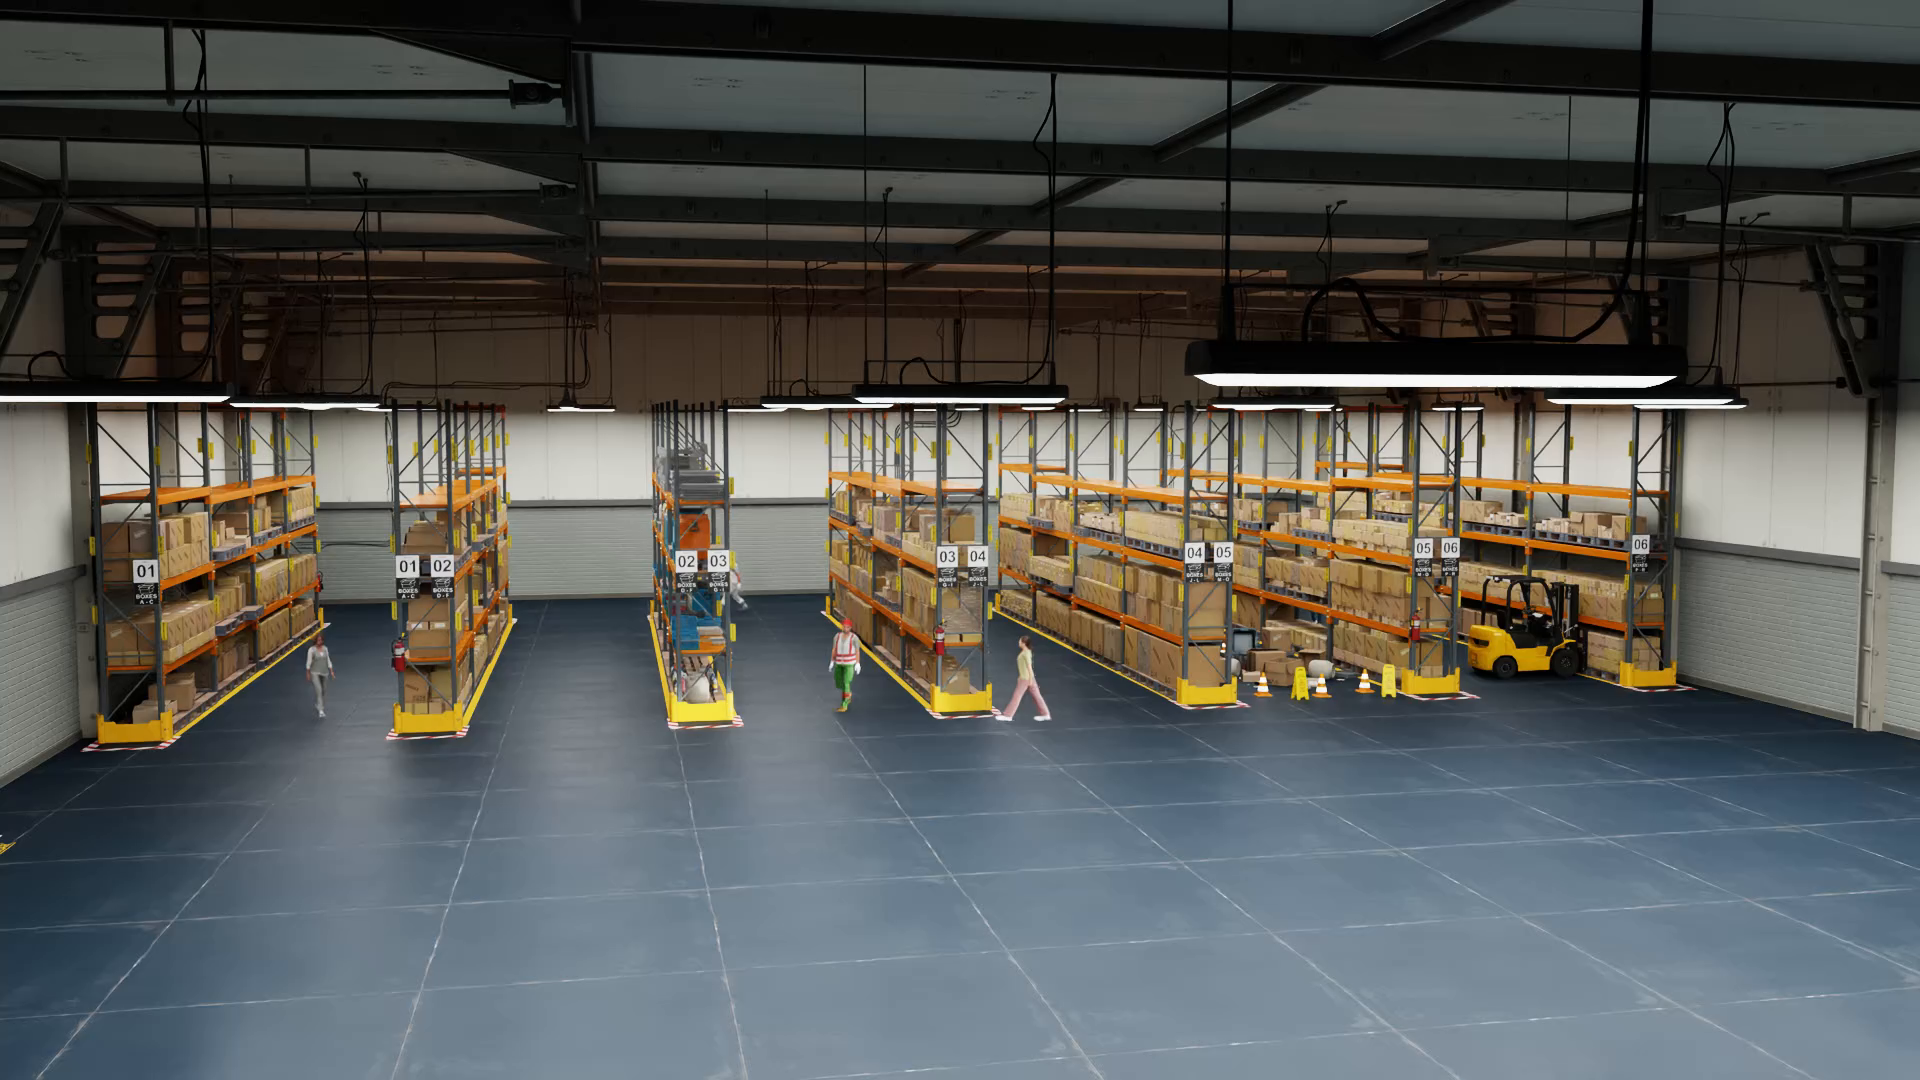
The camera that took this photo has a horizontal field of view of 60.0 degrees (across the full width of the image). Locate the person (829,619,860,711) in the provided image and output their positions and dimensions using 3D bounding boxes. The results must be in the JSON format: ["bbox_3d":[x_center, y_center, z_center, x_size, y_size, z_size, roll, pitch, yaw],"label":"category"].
[{"bbox_3d":[-2.225,2.401,32.232,0.604,1.771,0.879,2,5,20],"label":"person"}]

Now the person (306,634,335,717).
[{"bbox_3d":[-12.202,2.544,31.664,0.472,1.539,0.968,-3,5,-36],"label":"person"}]

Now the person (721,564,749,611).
[{"bbox_3d":[-6.668,1.243,48.086,1.146,1.706,0.510,-2,5,-22],"label":"person"}]

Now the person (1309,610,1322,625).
[{"bbox_3d":[9.680,1.538,45.110,0.443,1.621,0.362,-4,6,-41],"label":"person"}]

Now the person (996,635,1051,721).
[{"bbox_3d":[1.179,2.561,30.948,1.024,1.601,0.491,0,4,4],"label":"person"}]
